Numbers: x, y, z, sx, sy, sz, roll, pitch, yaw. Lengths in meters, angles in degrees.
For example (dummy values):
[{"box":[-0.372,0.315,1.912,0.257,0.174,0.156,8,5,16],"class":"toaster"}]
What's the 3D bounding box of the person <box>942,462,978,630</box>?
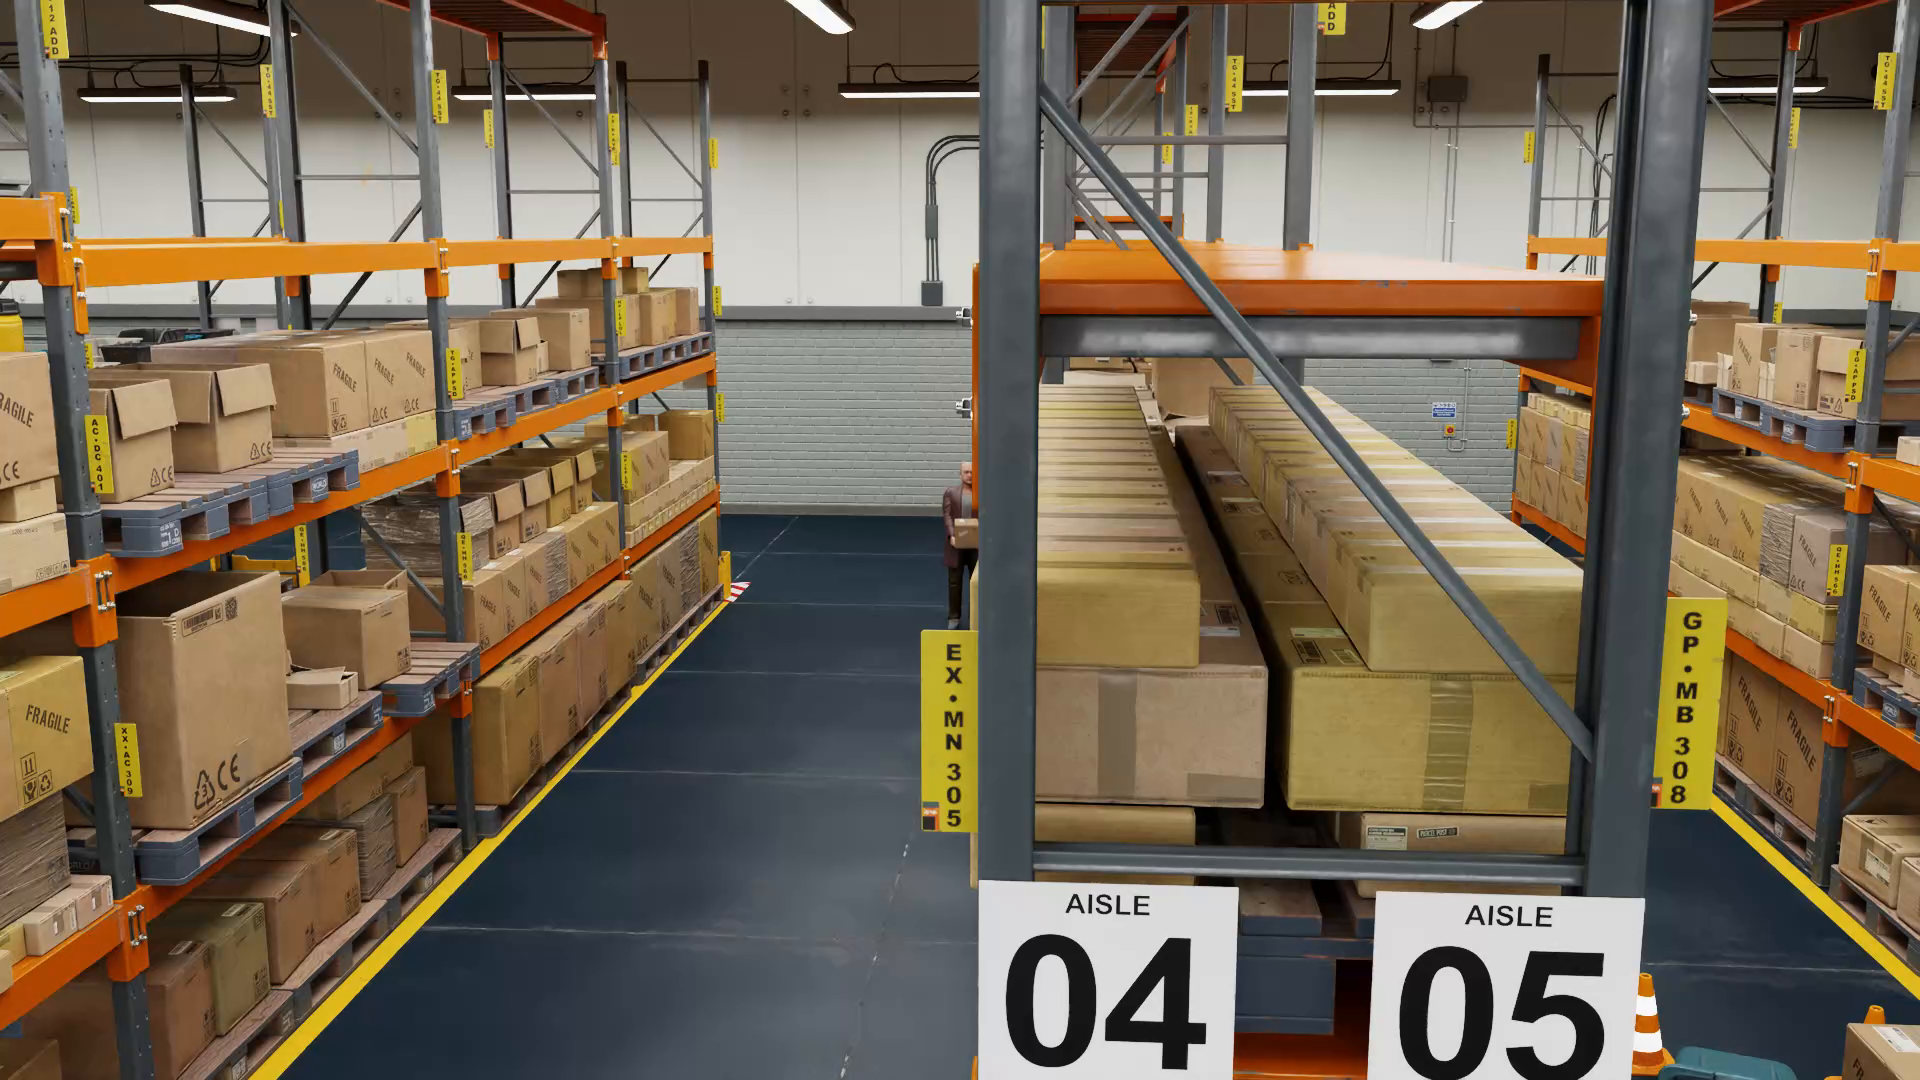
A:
[{"box":[0.076,0.077,17.557,0.530,1.771,0.553,0,11,-1],"class":"person"}]
